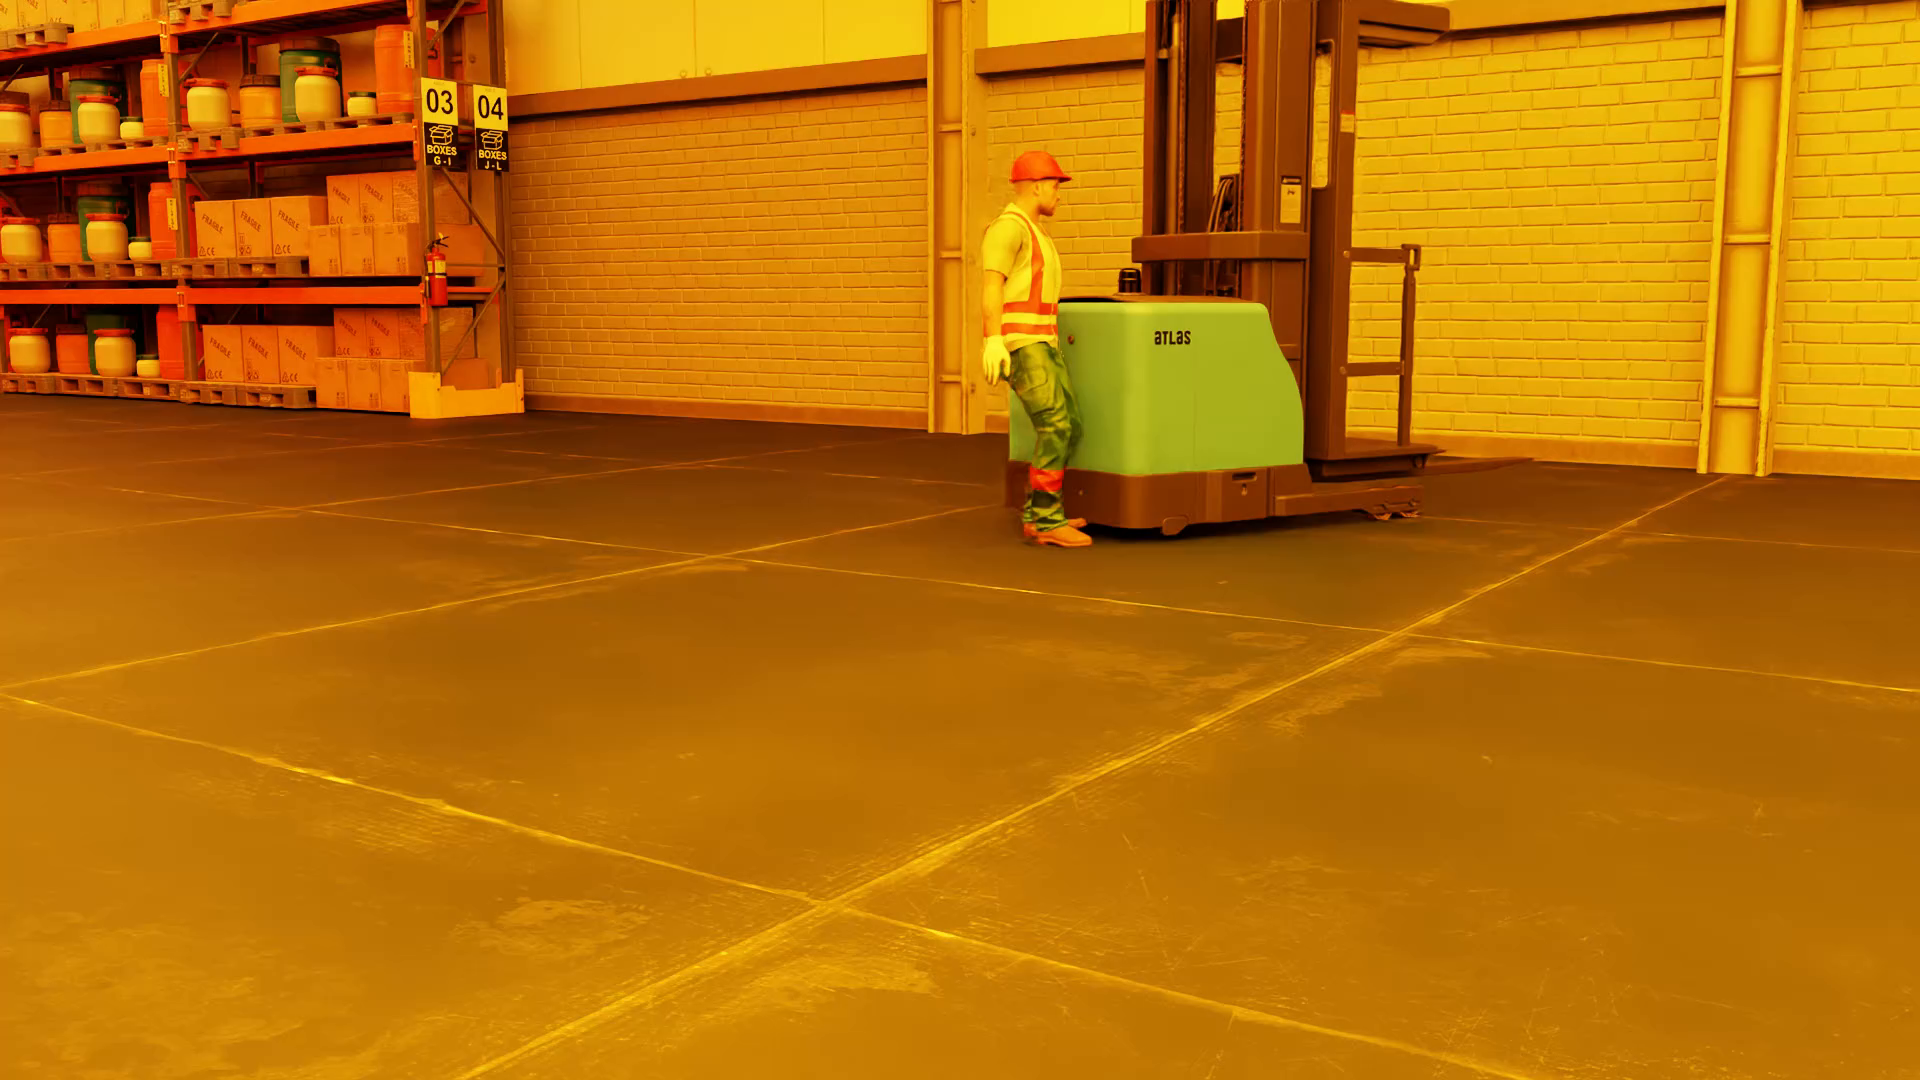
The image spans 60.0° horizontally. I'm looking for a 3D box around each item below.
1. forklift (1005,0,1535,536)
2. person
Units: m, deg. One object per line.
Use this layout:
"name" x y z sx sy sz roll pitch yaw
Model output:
"forklift" 1.736 -1.603 8.466 3.031 2.935 1.130 -5 10 -33
"person" 0.384 -0.856 7.462 0.534 1.750 0.795 2 8 17
